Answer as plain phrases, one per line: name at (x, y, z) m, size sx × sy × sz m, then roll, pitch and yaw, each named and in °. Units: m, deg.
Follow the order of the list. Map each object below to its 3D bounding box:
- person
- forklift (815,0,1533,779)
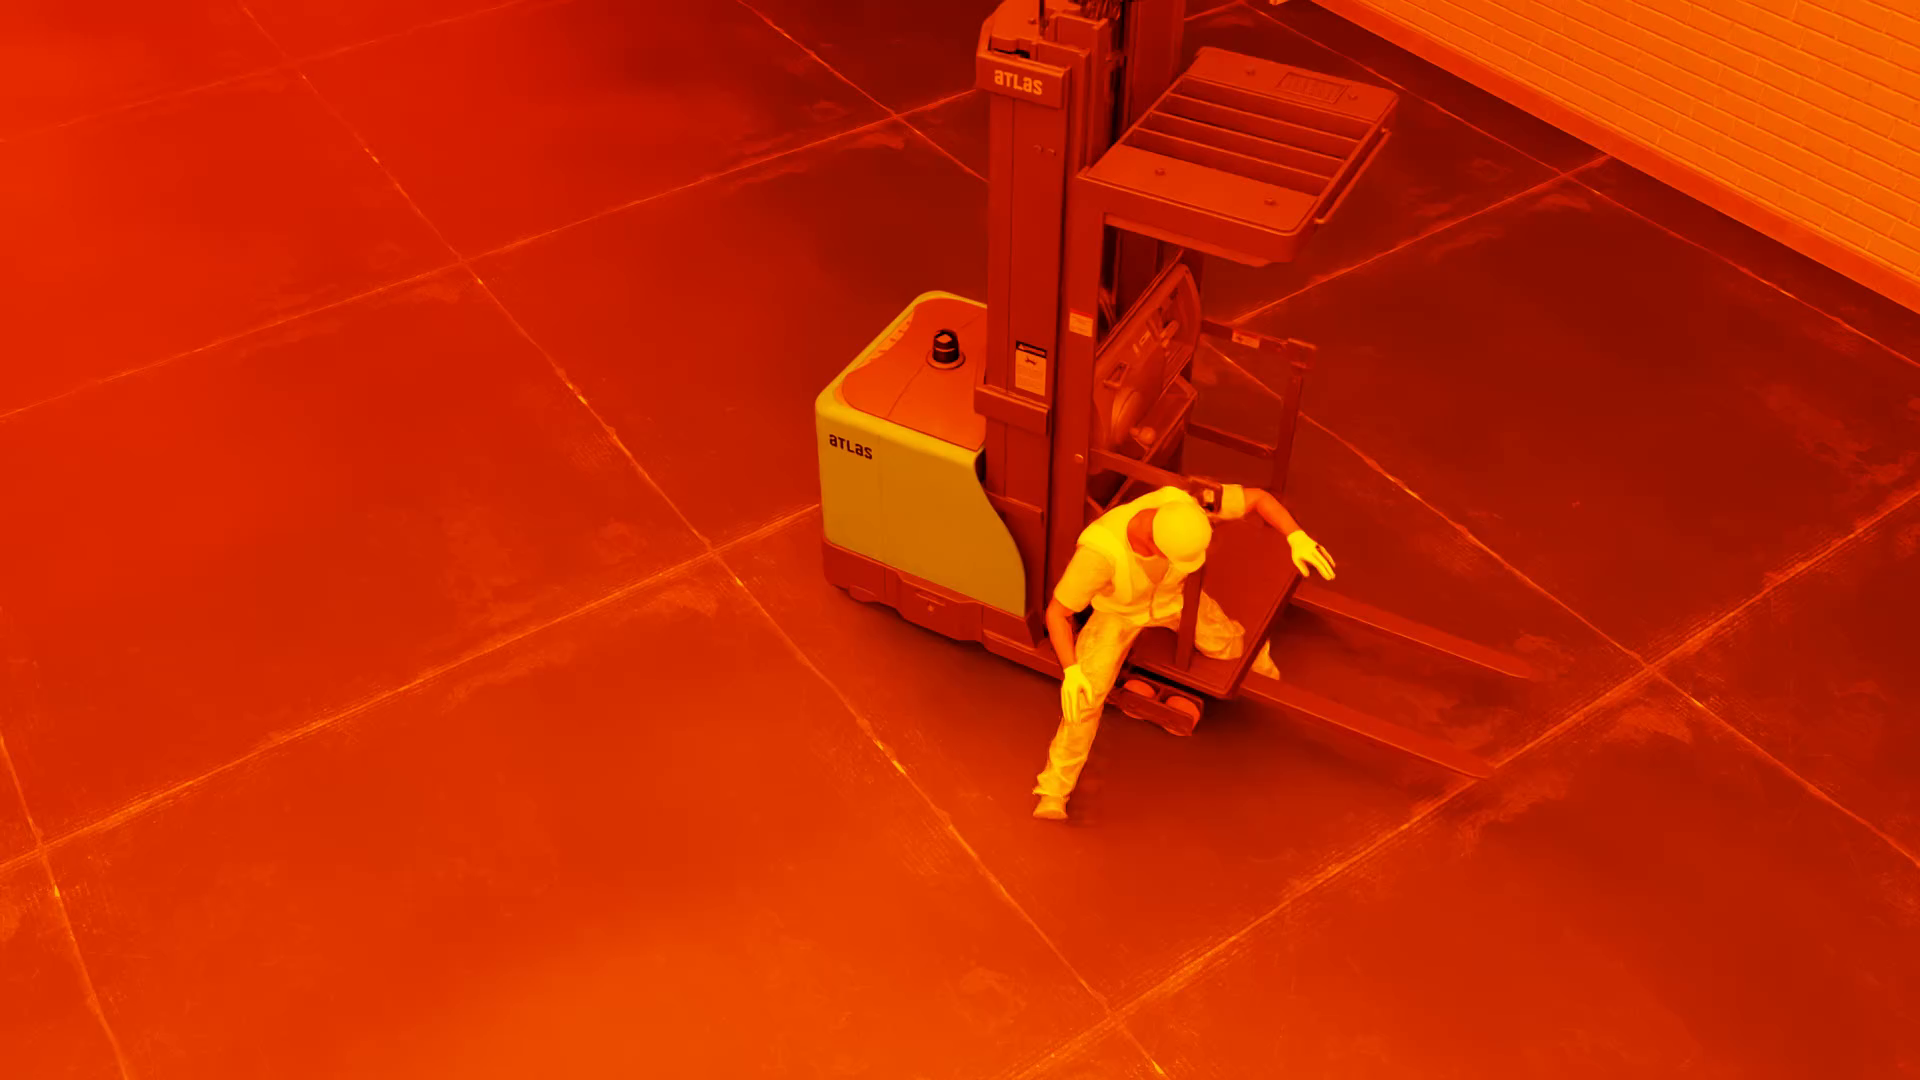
person at (0.814, 0.321, 6.462) m, size 1.276 × 1.412 × 0.886 m, roll -9°, pitch 43°, yaw -10°
forklift at (0.915, -0.672, 6.445) m, size 3.031 × 2.935 × 1.130 m, roll 21°, pitch 46°, yaw 21°
